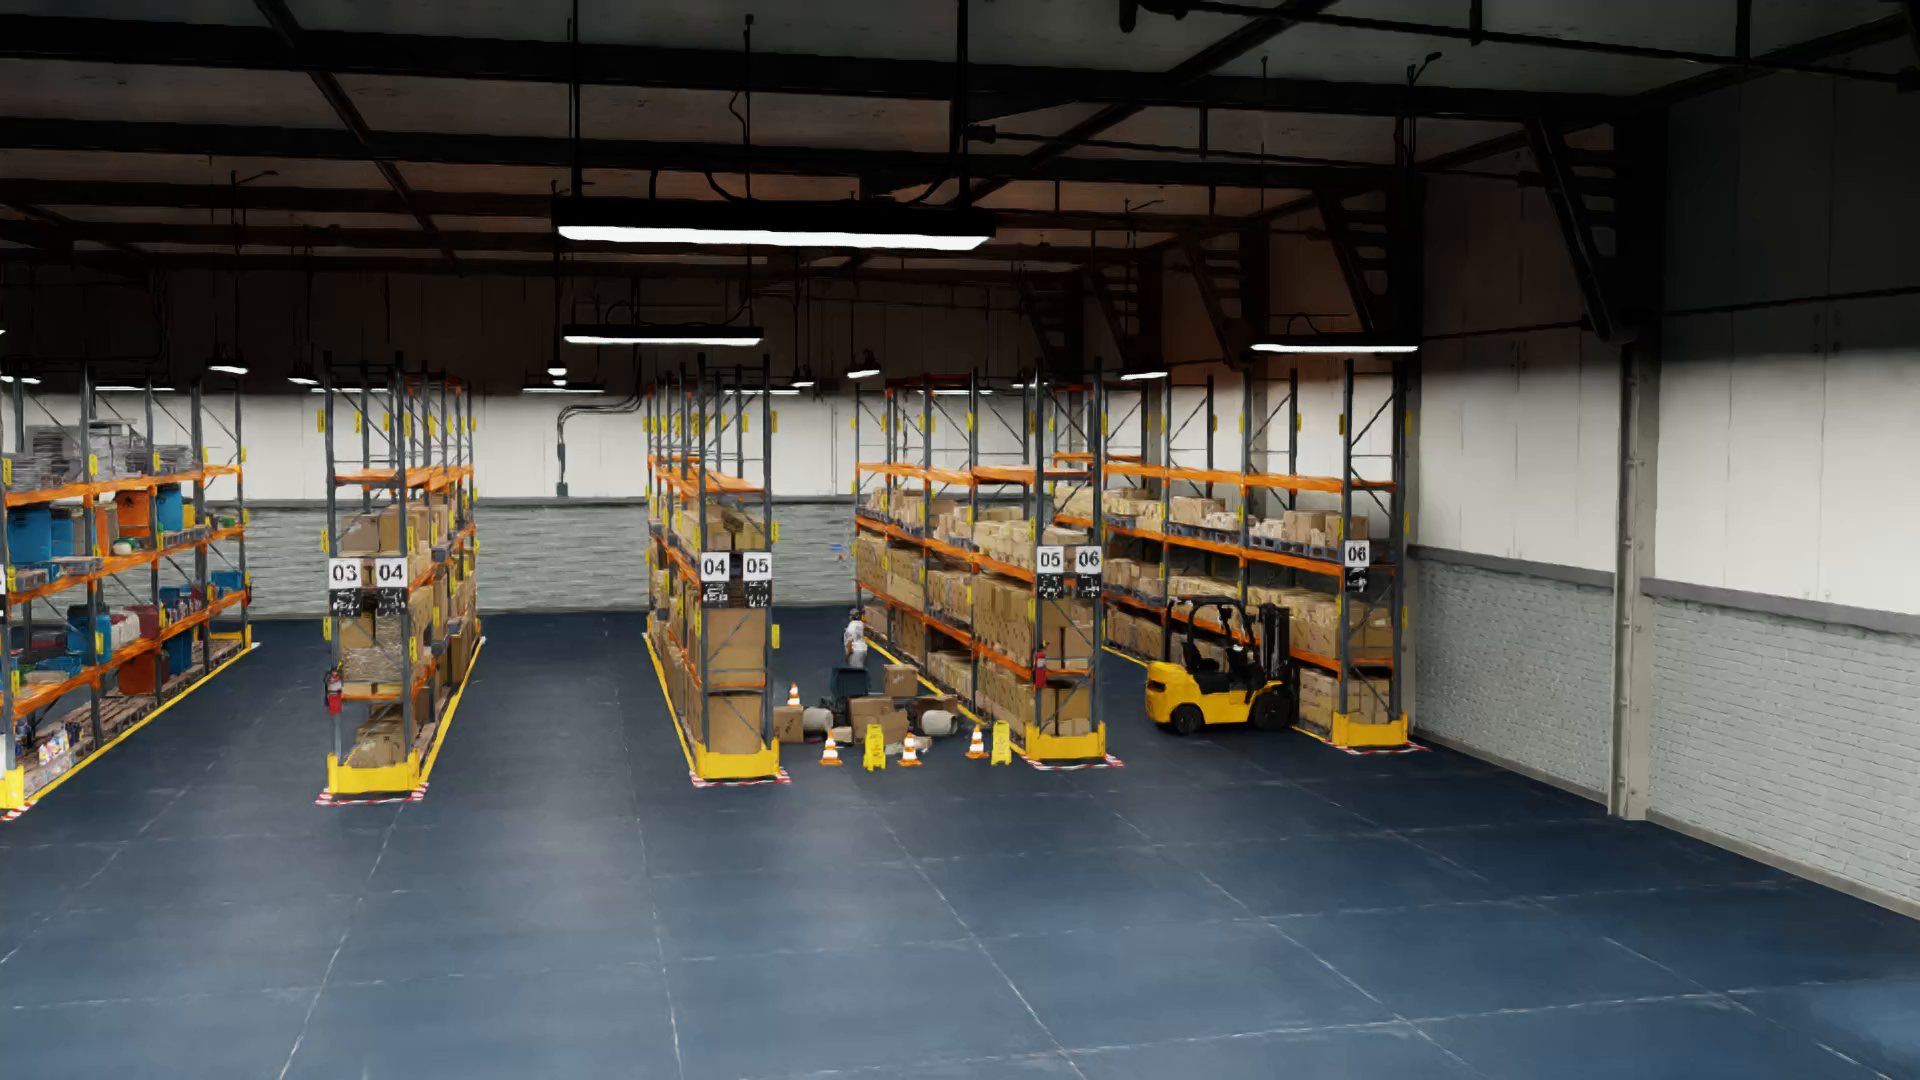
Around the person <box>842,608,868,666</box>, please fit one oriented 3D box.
[{"bbox_3d":[-1.926,2.065,30.164,0.553,1.656,0.599,1,4,16],"label":"person"}]
